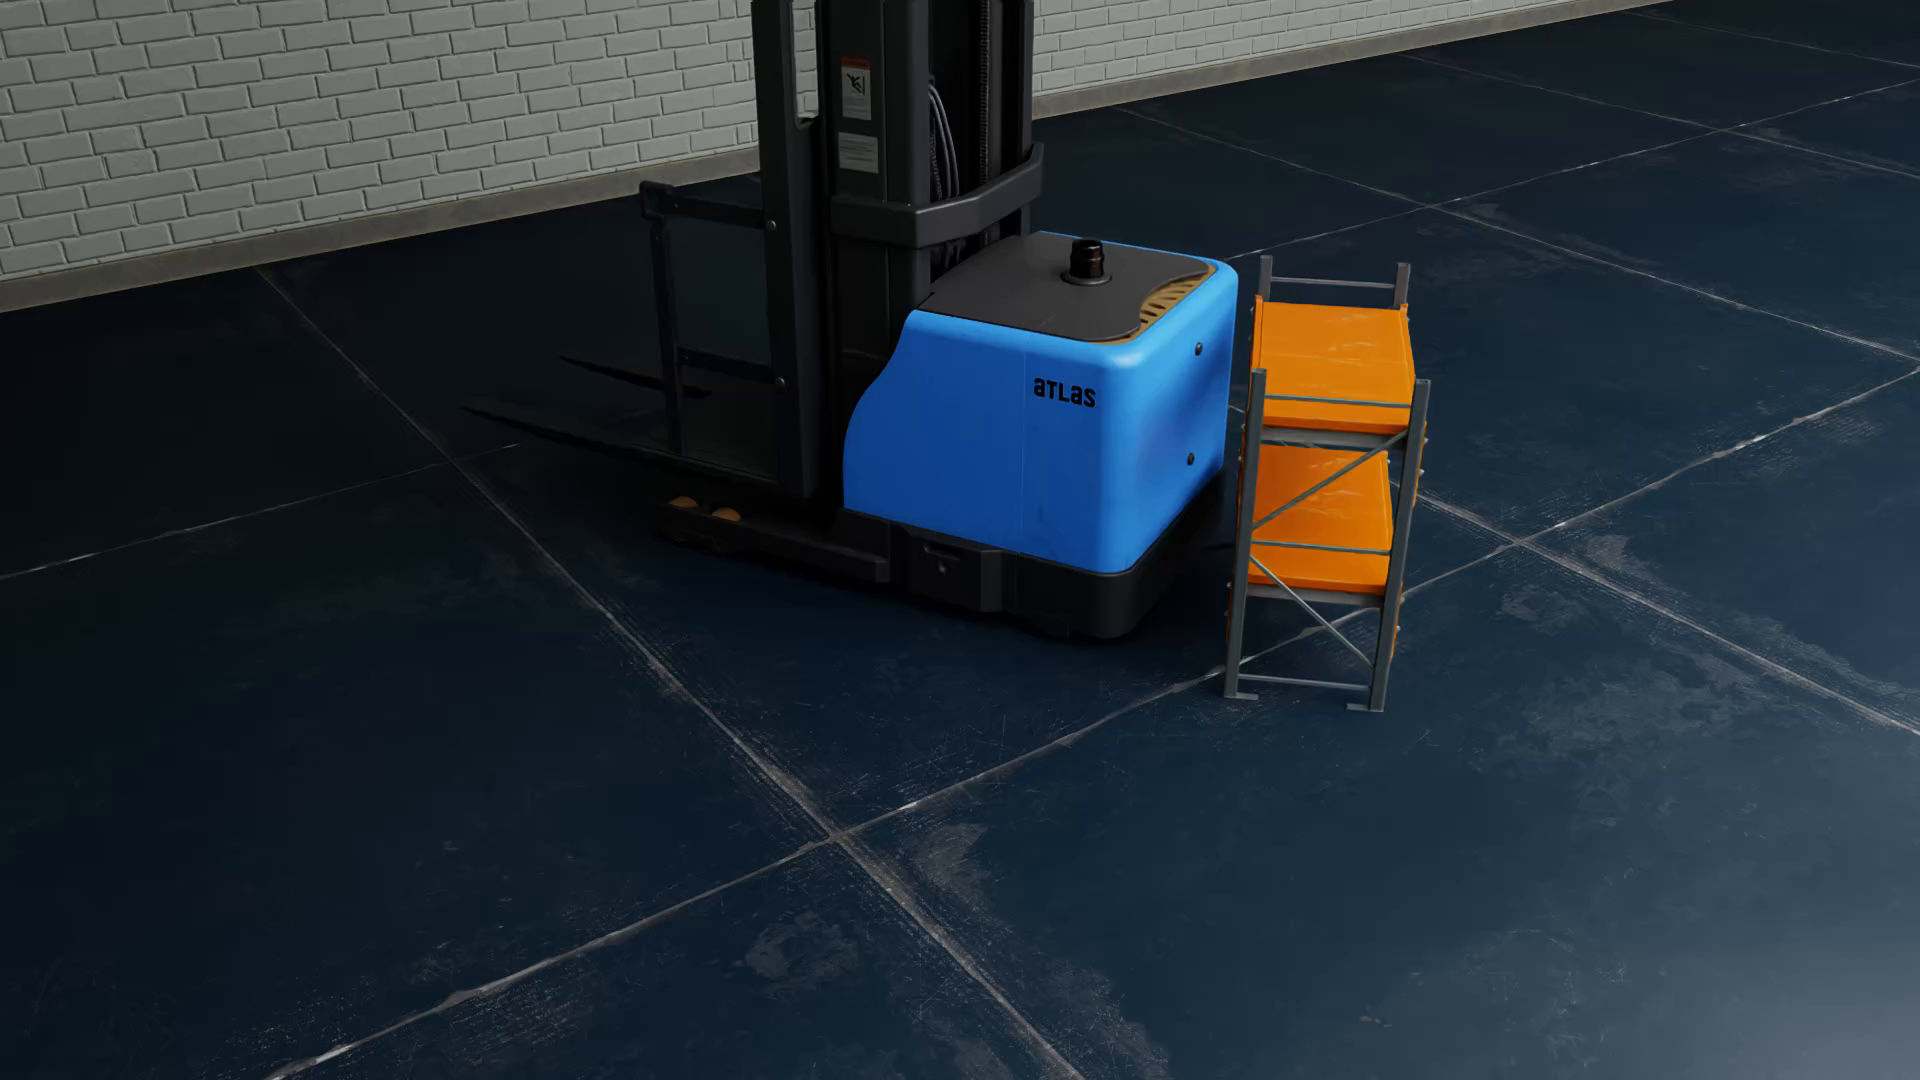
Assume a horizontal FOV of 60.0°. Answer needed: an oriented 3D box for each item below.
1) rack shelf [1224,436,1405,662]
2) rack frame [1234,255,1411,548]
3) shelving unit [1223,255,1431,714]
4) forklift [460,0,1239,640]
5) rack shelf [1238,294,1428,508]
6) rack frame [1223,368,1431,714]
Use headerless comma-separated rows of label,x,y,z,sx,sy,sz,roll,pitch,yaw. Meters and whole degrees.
rack shelf,1.180,0.001,5.581,0.538,0.278,1.000,5,29,9
rack frame,1.271,-0.452,5.904,0.500,1.125,0.032,5,29,9
shelving unit,1.180,-0.214,5.465,0.538,1.125,1.048,5,29,9
forklift,-0.561,-1.444,5.838,3.031,2.935,1.130,14,32,25
rack shelf,1.180,-0.471,5.325,0.538,0.278,1.000,5,29,9
rack frame,1.089,0.025,5.025,0.500,1.125,0.032,5,29,9
